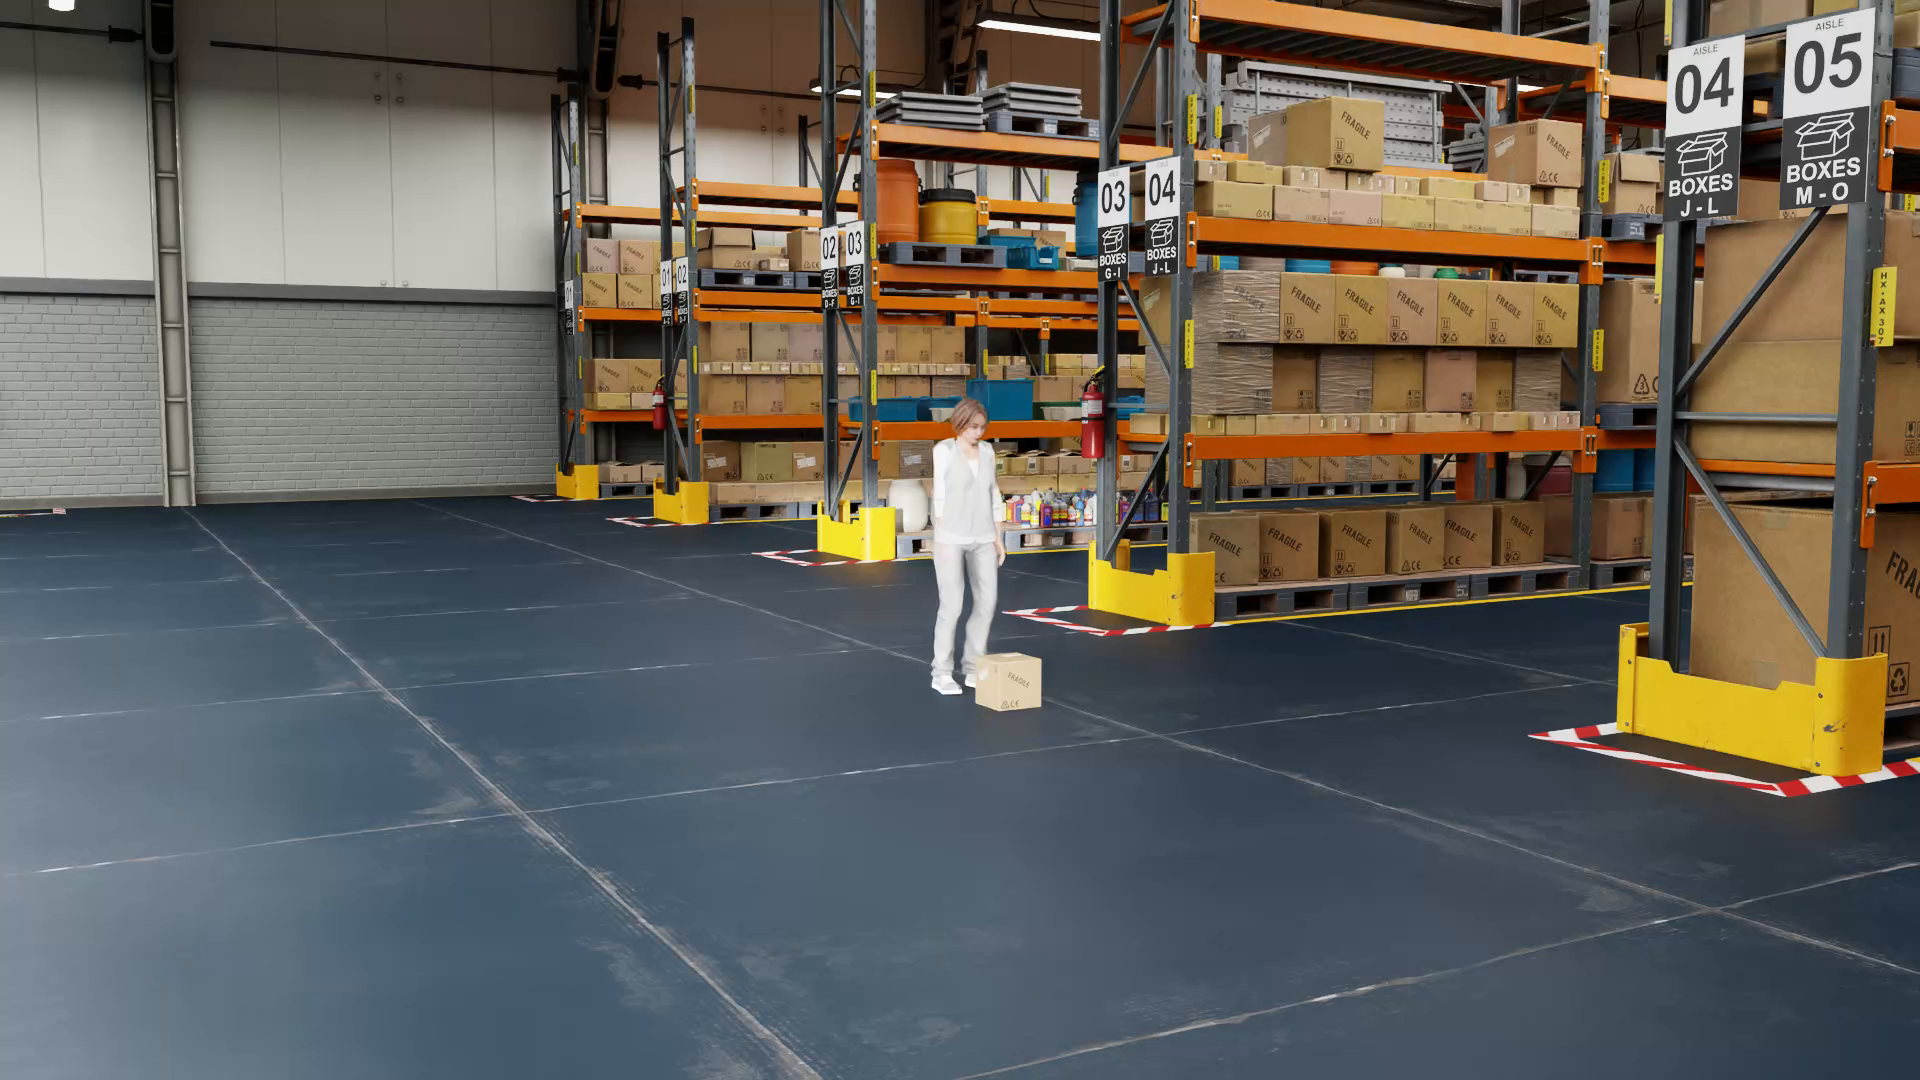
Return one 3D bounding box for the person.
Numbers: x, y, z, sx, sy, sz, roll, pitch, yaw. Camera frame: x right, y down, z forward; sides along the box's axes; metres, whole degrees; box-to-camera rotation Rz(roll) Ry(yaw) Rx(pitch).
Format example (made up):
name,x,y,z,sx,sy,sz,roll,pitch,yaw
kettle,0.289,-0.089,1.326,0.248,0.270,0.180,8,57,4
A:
name,x,y,z,sx,sy,sz,roll,pitch,yaw
person,0.044,0.037,8.968,0.409,1.576,0.305,-3,6,-28
